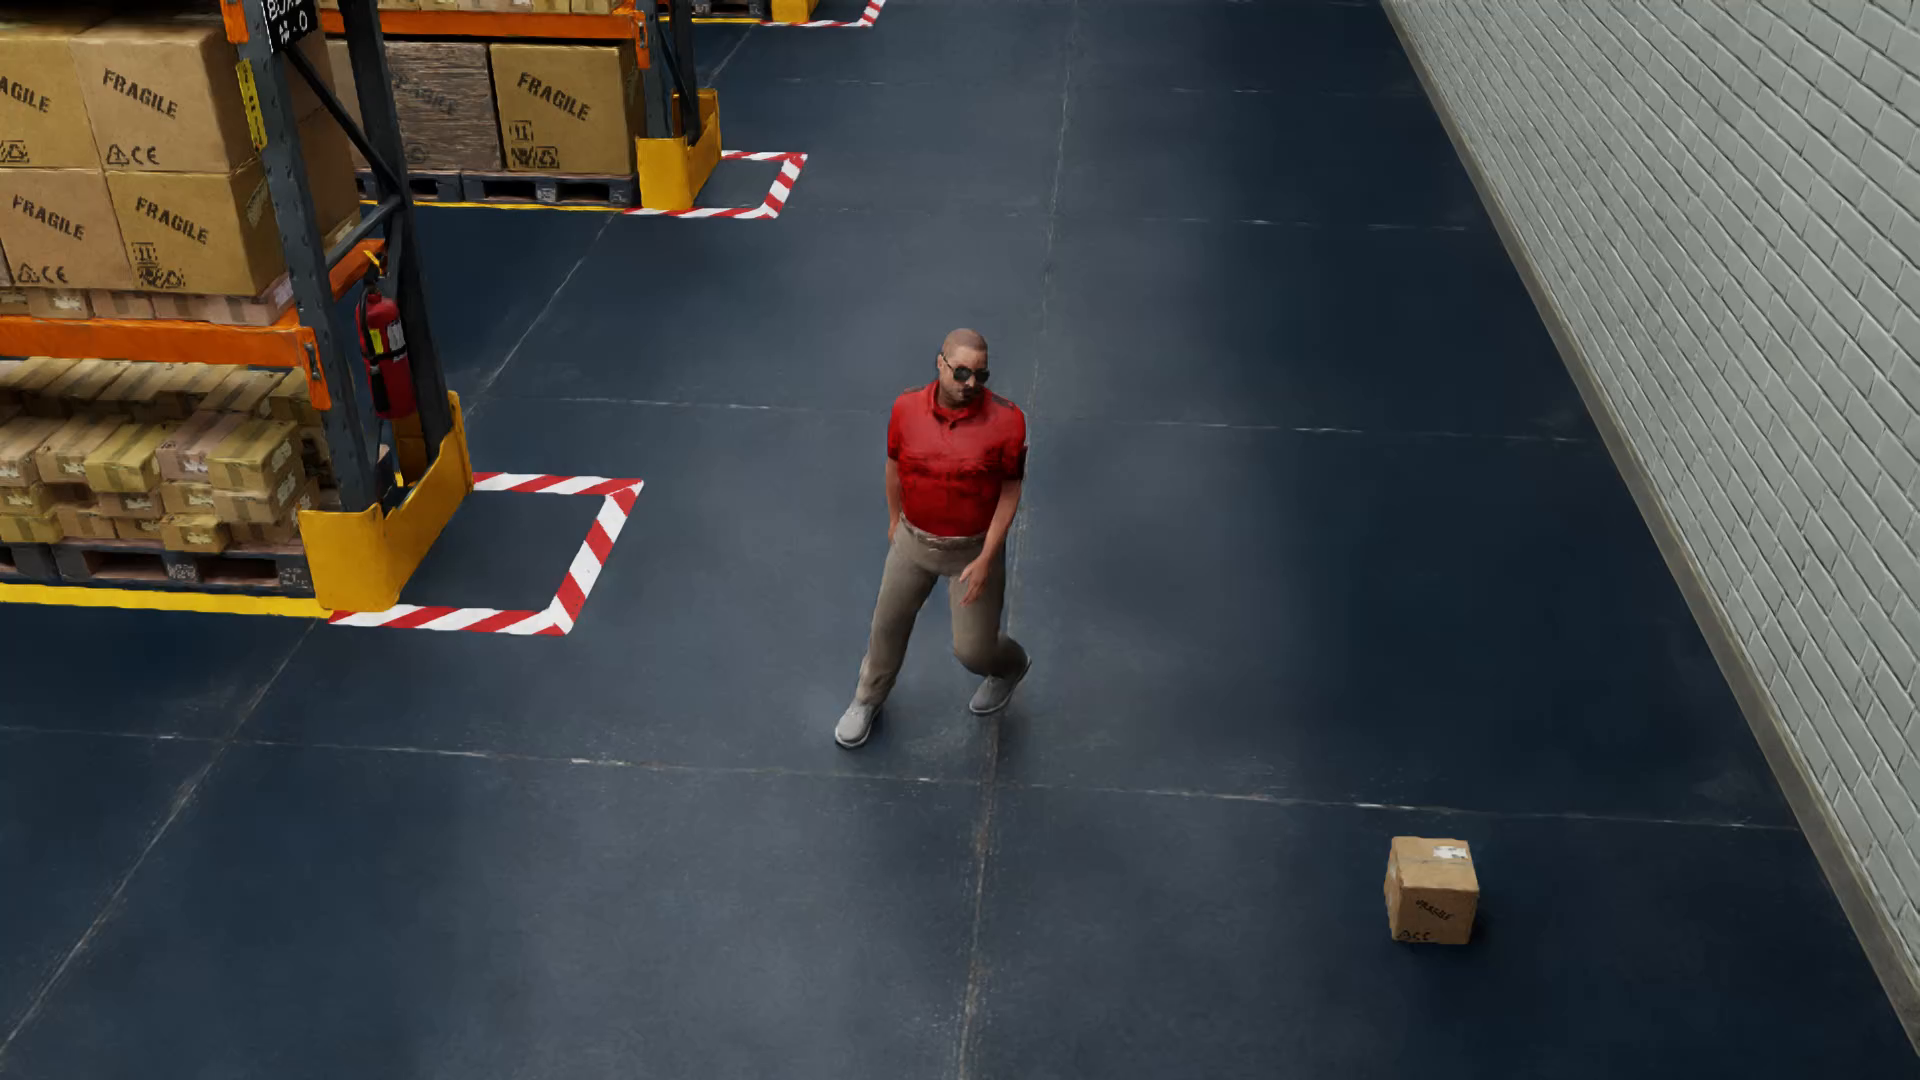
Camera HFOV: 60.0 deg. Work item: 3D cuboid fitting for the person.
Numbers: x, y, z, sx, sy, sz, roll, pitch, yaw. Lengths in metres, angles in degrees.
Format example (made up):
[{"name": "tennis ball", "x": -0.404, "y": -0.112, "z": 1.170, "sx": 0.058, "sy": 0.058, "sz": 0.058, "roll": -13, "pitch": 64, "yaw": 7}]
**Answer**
[{"name": "person", "x": -0.117, "y": 0.051, "z": 6.167, "sx": 0.707, "sy": 1.631, "sz": 0.548, "roll": 7, "pitch": 32, "yaw": 11}]
